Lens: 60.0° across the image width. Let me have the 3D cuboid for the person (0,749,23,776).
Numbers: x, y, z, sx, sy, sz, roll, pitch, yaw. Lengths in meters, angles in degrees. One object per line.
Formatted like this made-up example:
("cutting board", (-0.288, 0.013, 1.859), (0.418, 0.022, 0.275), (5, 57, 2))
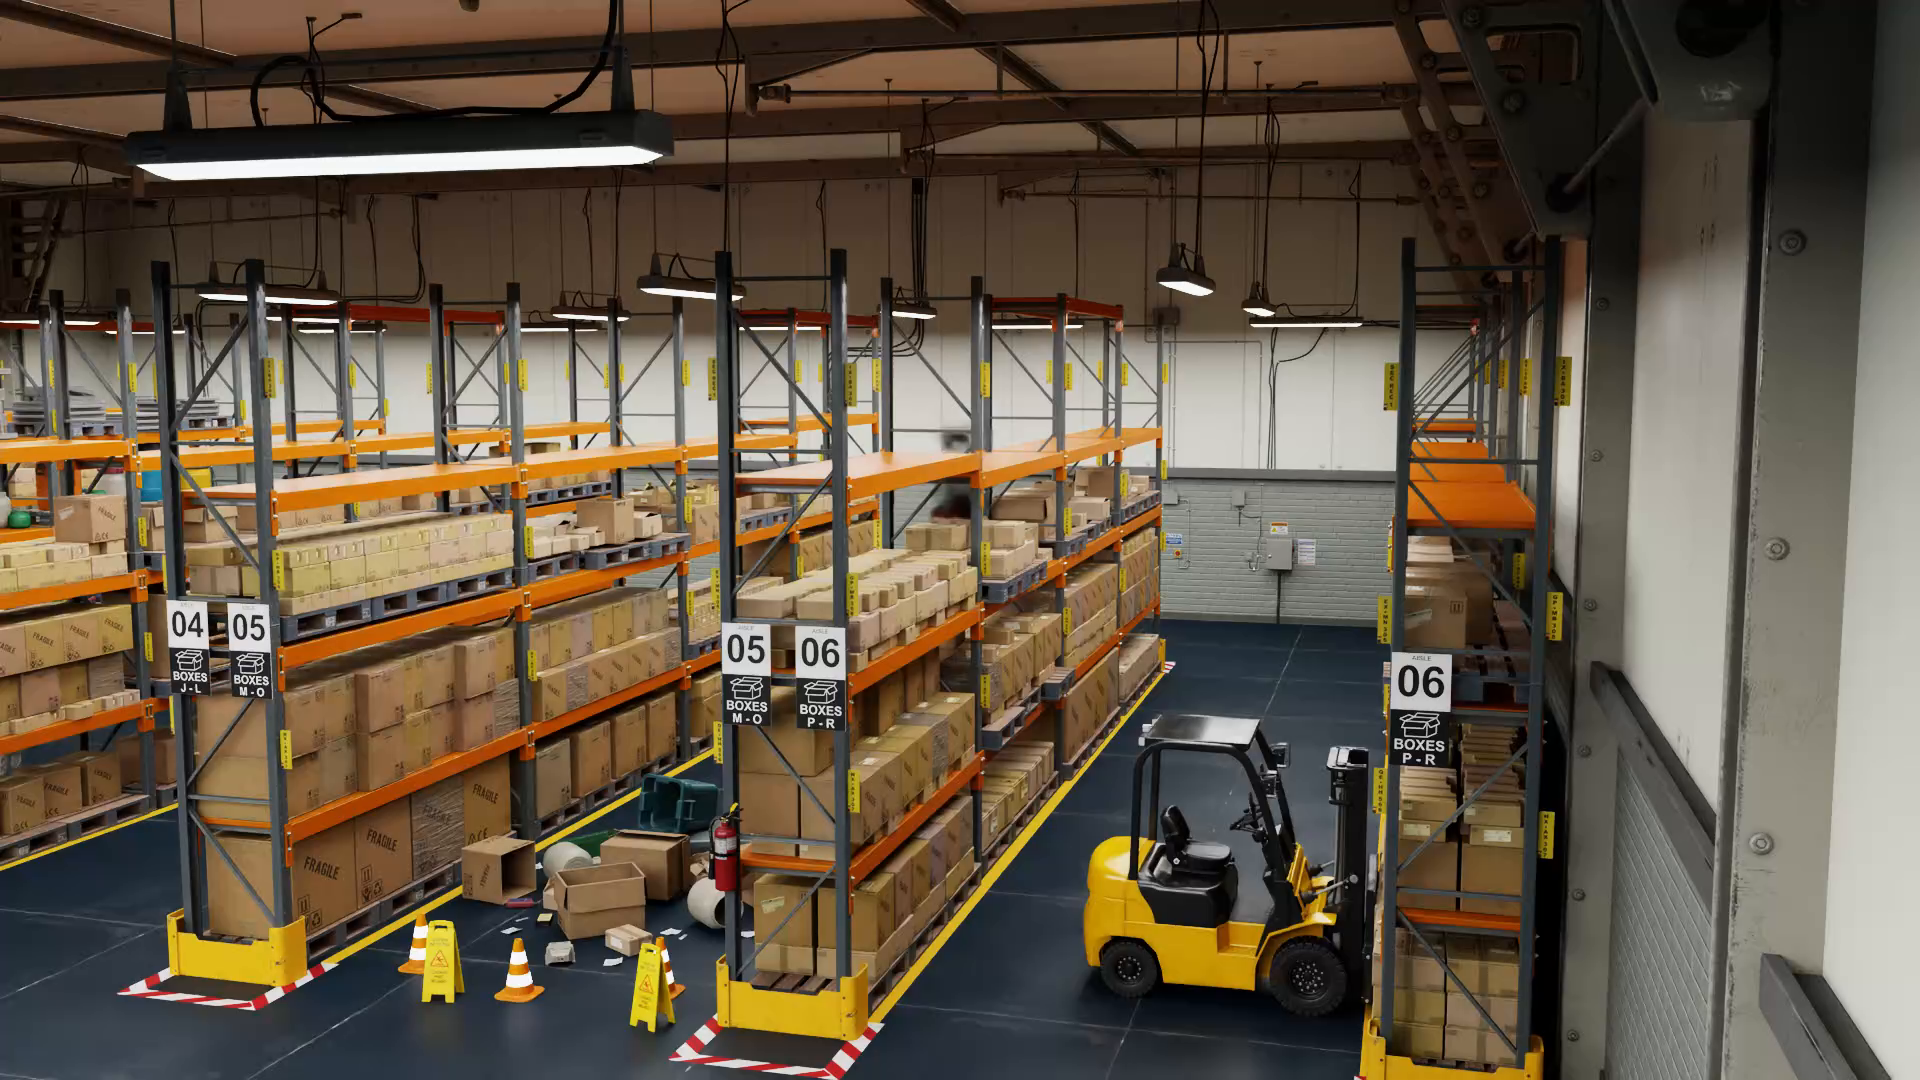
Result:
("person", (-11.885, 2.108, 20.648), (0.647, 1.768, 0.943), (0, 6, 1))
